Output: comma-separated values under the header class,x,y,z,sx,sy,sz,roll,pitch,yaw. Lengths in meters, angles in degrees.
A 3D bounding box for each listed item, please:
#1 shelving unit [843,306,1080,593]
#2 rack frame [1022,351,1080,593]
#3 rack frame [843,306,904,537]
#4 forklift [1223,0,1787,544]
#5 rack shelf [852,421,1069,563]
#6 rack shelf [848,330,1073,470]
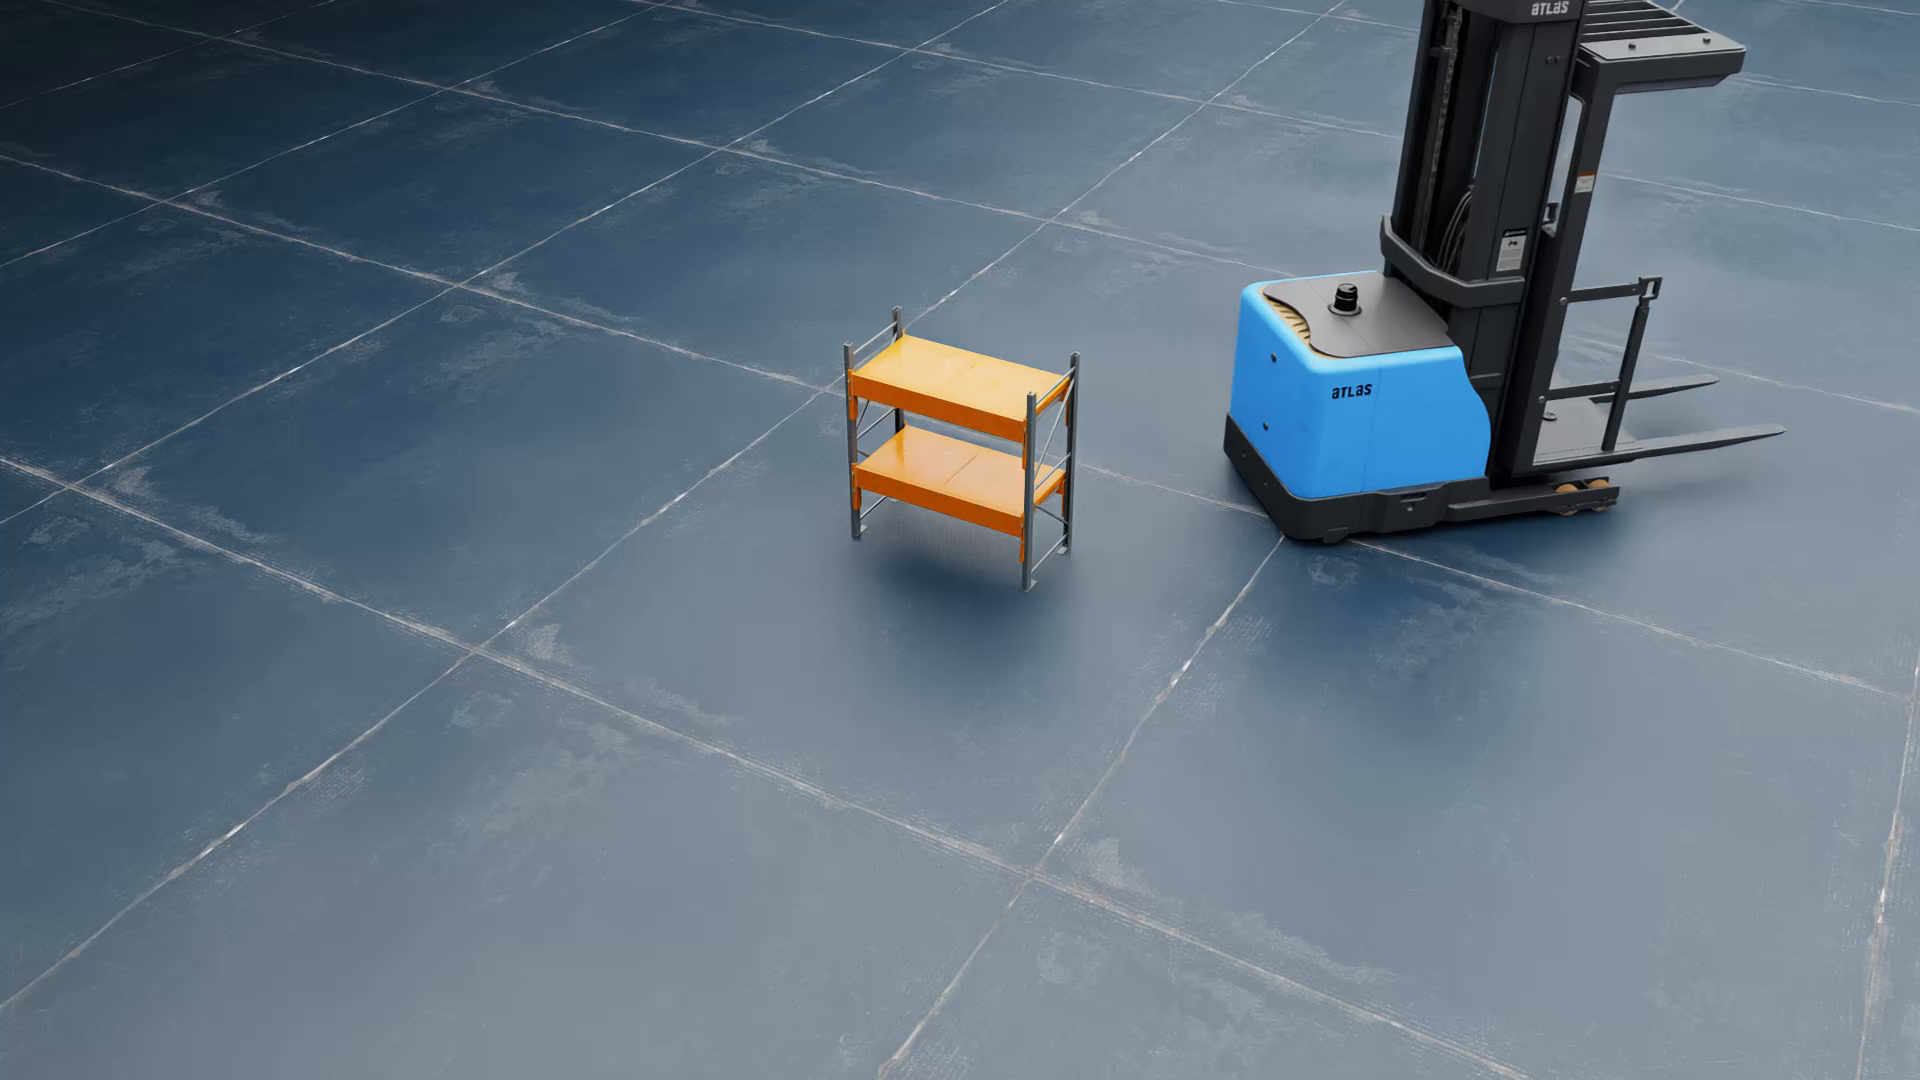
class,x,y,z,sx,sy,sz,roll,pitch,yaw
shelving unit,0.006,-0.466,8.435,1.048,1.125,0.538,18,37,24
rack frame,0.447,-0.327,8.225,0.032,1.125,0.500,18,37,24
rack frame,-0.435,-0.606,8.645,0.032,1.125,0.500,18,37,24
forklift,3.060,-1.629,8.551,3.031,2.935,1.130,-8,34,-11
rack shelf,0.006,-0.263,8.571,1.000,0.278,0.538,18,37,24
rack shelf,0.006,-0.710,8.273,1.000,0.278,0.538,18,37,24
